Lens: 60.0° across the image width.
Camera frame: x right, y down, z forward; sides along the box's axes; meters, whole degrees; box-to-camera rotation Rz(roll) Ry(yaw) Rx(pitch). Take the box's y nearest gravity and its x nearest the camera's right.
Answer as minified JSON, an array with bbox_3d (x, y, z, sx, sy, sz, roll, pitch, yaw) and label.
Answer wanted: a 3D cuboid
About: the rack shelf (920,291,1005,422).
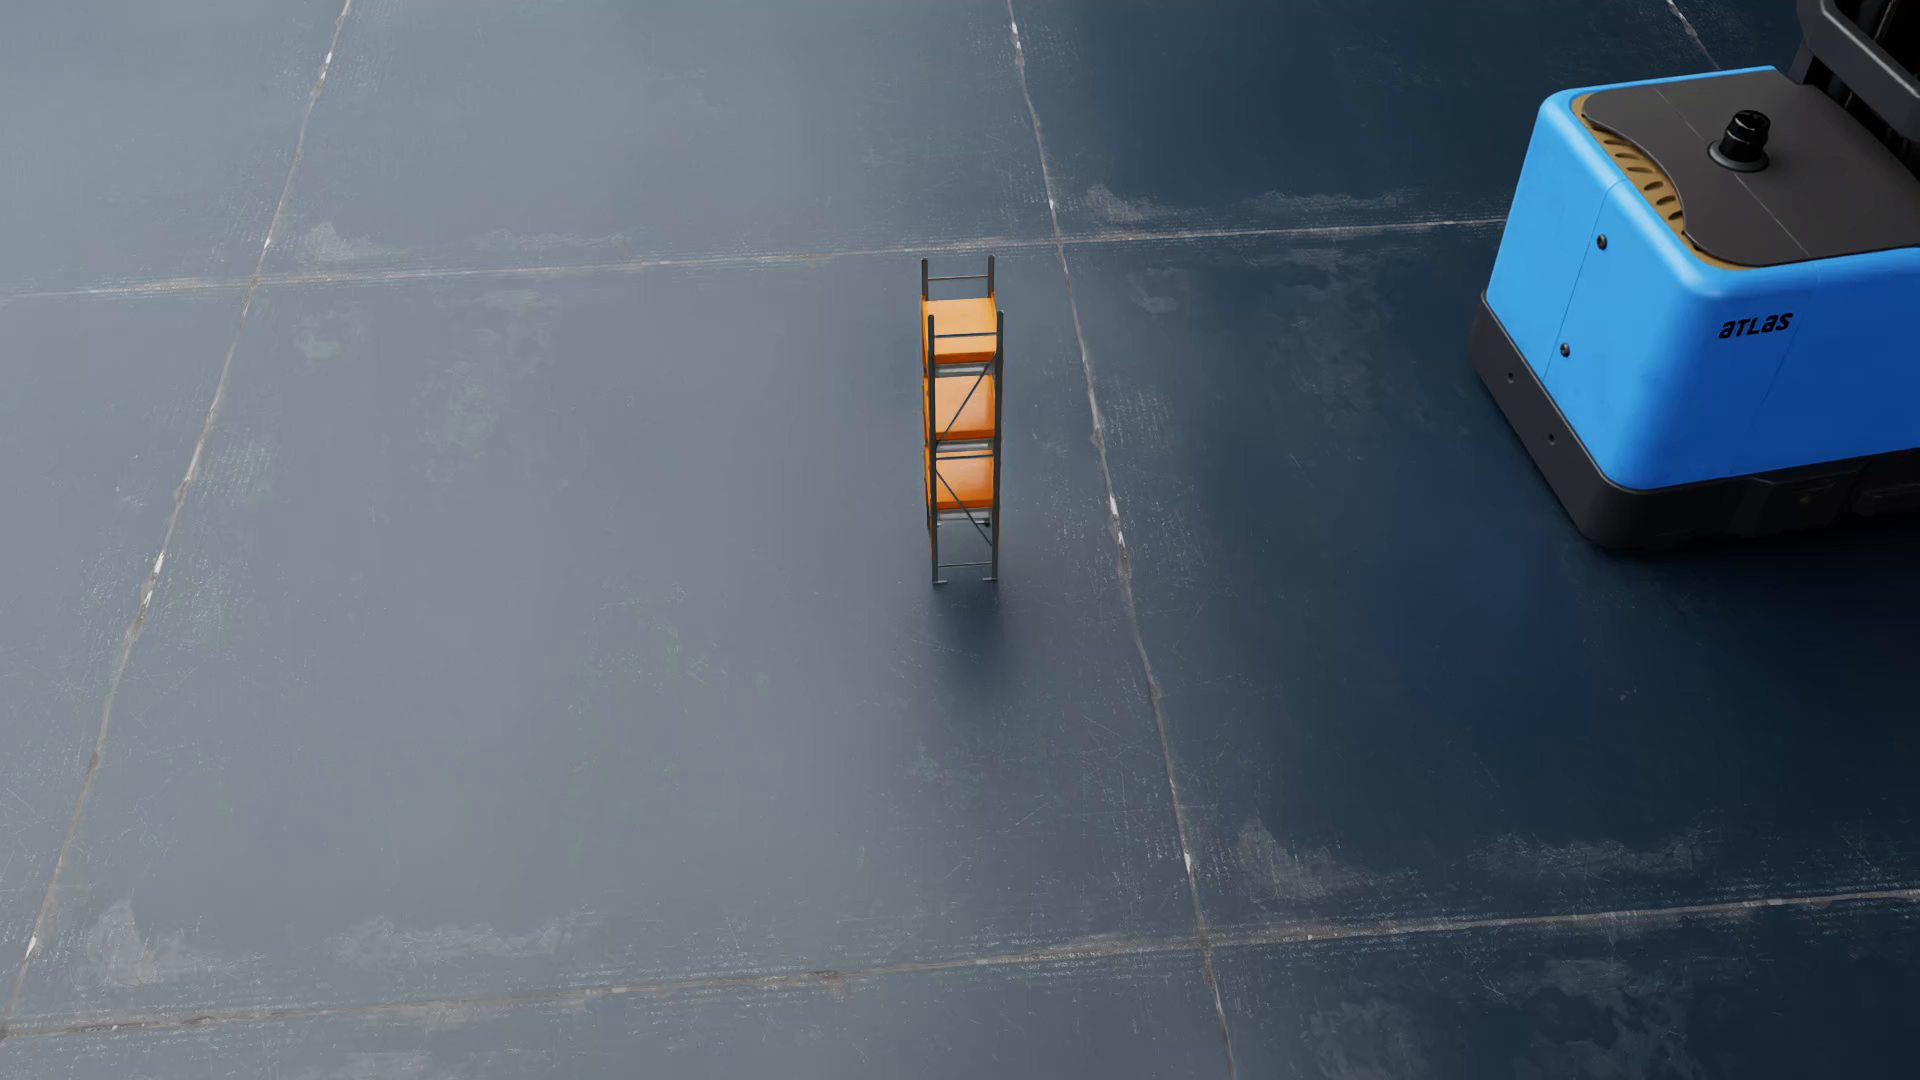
[{"bbox_3d":[0.004,-0.510,4.634,0.215,0.259,0.240,-3,47,-3],"label":"rack shelf"}]

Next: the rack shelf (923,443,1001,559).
[{"bbox_3d":[0.004,-0.124,5.042,0.215,0.259,0.240,-3,47,-3],"label":"rack shelf"}]

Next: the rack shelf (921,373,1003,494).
[{"bbox_3d":[0.004,-0.315,4.840,0.215,0.259,0.240,-3,47,-3],"label":"rack shelf"}]

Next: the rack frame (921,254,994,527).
[{"bbox_3d":[-0.006,-0.411,4.916,0.200,1.050,0.008,-3,47,-3],"label":"rack frame"}]

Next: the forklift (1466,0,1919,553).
[{"bbox_3d":[3.324,-1.516,4.667,3.031,2.935,1.130,-9,47,-8],"label":"forklift"}]

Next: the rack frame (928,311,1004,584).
[{"bbox_3d":[0.015,-0.234,4.749,0.200,1.050,0.008,-3,47,-3],"label":"rack frame"}]

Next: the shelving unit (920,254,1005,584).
[{"bbox_3d":[0.004,-0.322,4.832,0.215,1.050,0.252,-3,47,-3],"label":"shelving unit"}]
